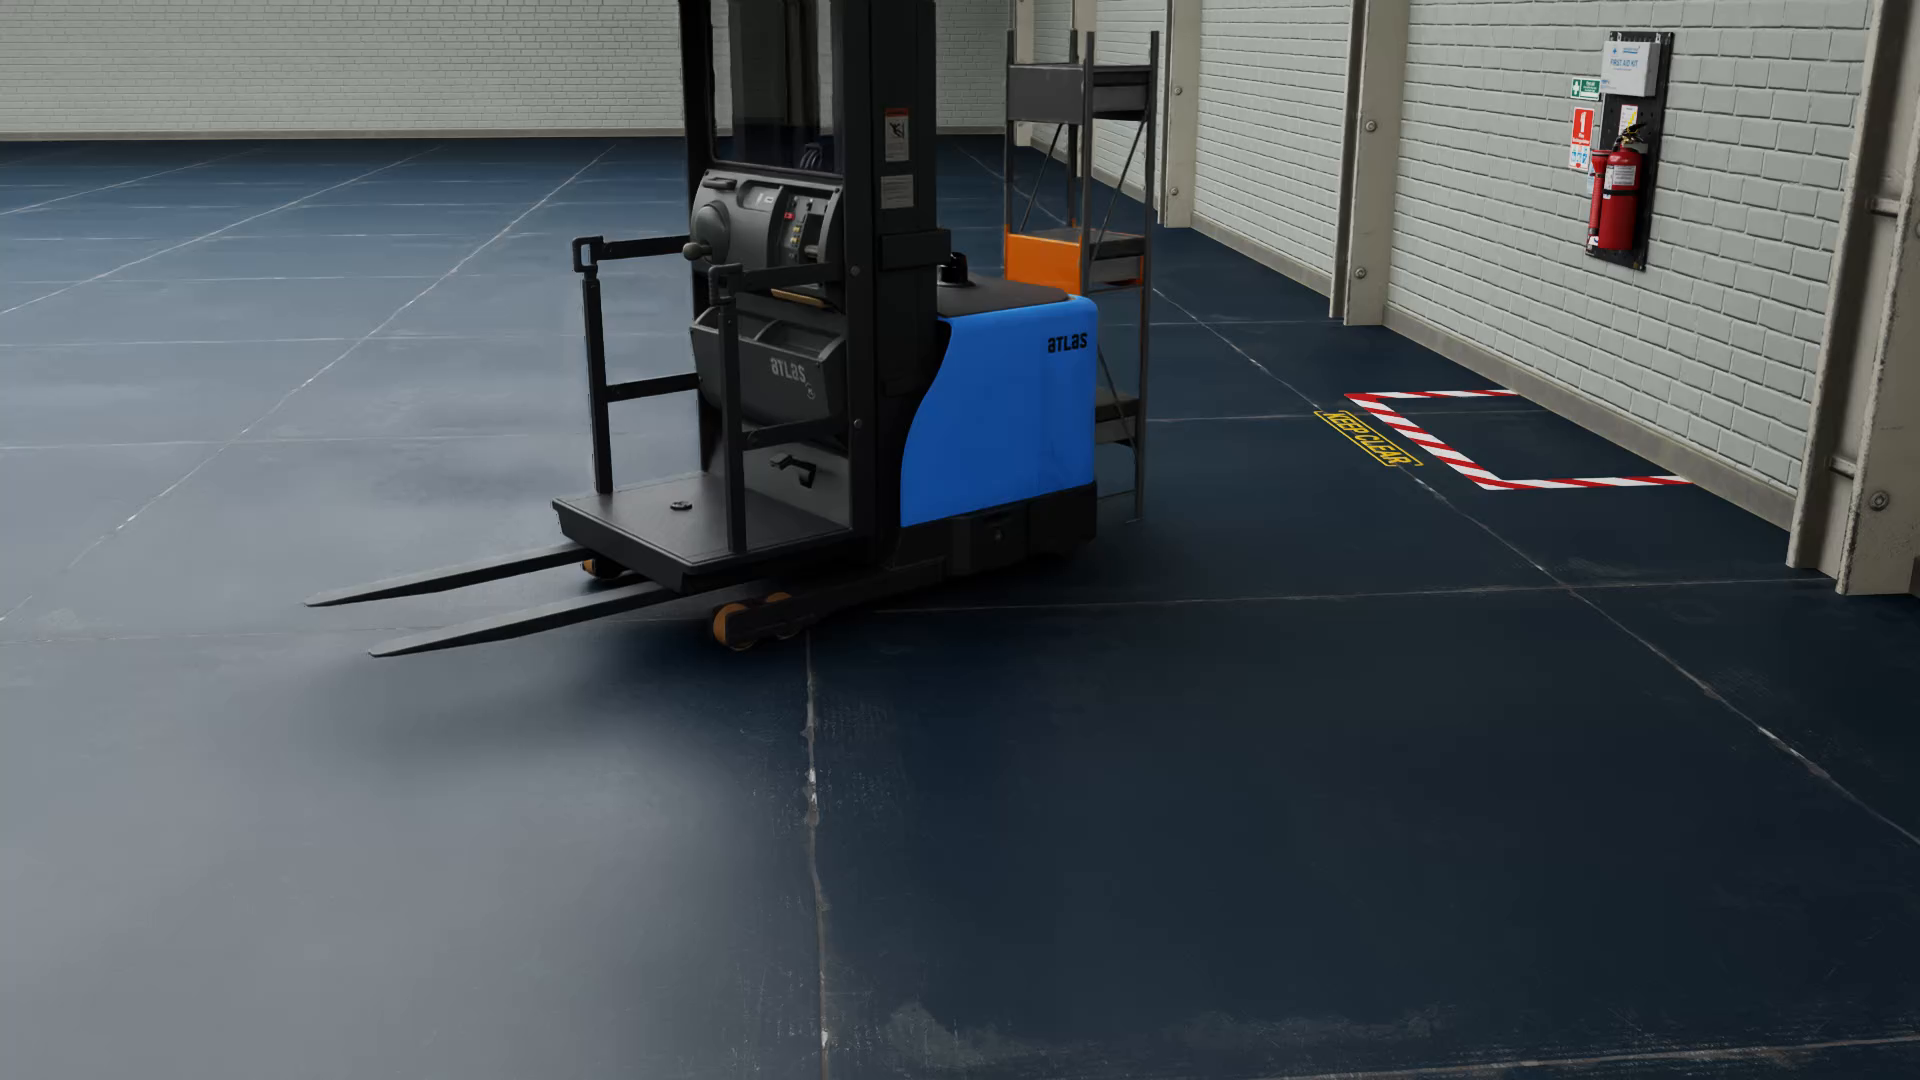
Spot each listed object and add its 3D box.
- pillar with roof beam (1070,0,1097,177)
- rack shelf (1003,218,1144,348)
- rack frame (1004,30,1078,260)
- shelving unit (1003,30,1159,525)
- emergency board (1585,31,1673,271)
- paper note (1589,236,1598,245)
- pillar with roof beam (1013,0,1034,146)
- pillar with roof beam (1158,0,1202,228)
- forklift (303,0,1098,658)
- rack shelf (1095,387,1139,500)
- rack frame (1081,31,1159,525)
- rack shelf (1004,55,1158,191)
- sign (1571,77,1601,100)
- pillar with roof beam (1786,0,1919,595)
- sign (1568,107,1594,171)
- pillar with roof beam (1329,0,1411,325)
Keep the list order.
[{"bbox_3d":[-2.559,-9.372,22.004,9.100,9.000,0.400,-2,18,-6],"label":"pillar with roof beam"},{"bbox_3d":[0.504,-1.095,7.203,0.431,0.518,0.480,-14,22,-37],"label":"rack shelf"},{"bbox_3d":[0.350,-1.164,7.380,0.400,2.100,0.015,-14,22,-37],"label":"rack frame"},{"bbox_3d":[0.504,-1.108,7.199,0.431,2.100,0.503,-14,22,-37],"label":"shelving unit"},{"bbox_3d":[3.363,-2.017,8.594,0.194,1.169,0.643,-2,18,-6],"label":"emergency board"},{"bbox_3d":[3.413,-1.651,8.900,0.016,0.148,0.142,-2,18,-6],"label":"paper note"},{"bbox_3d":[-3.178,-11.159,27.698,9.100,9.000,0.400,-2,18,-6],"label":"pillar with roof beam"},{"bbox_3d":[-1.940,-7.584,16.310,9.100,9.000,0.400,-2,18,-6],"label":"pillar with roof beam"},{"bbox_3d":[-0.890,-1.182,6.048,3.031,2.935,1.130,-14,22,-37],"label":"forklift"},{"bbox_3d":[0.504,-0.427,7.413,0.431,0.518,0.480,-14,22,-37],"label":"rack shelf"},{"bbox_3d":[0.658,-1.051,7.019,0.400,2.100,0.015,-14,22,-37],"label":"rack frame"},{"bbox_3d":[0.504,-1.762,6.994,0.431,0.518,0.480,-14,22,-37],"label":"rack shelf"},{"bbox_3d":[3.400,-2.453,9.038,0.001,0.109,0.331,-2,18,-6],"label":"sign"},{"bbox_3d":[-0.702,-4.009,4.922,9.100,9.000,0.400,-2,18,-6],"label":"pillar with roof beam"},{"bbox_3d":[3.408,-2.202,9.123,0.001,0.329,0.234,-2,18,-6],"label":"sign"},{"bbox_3d":[-1.321,-5.796,10.616,9.100,9.000,0.400,-2,18,-6],"label":"pillar with roof beam"}]
